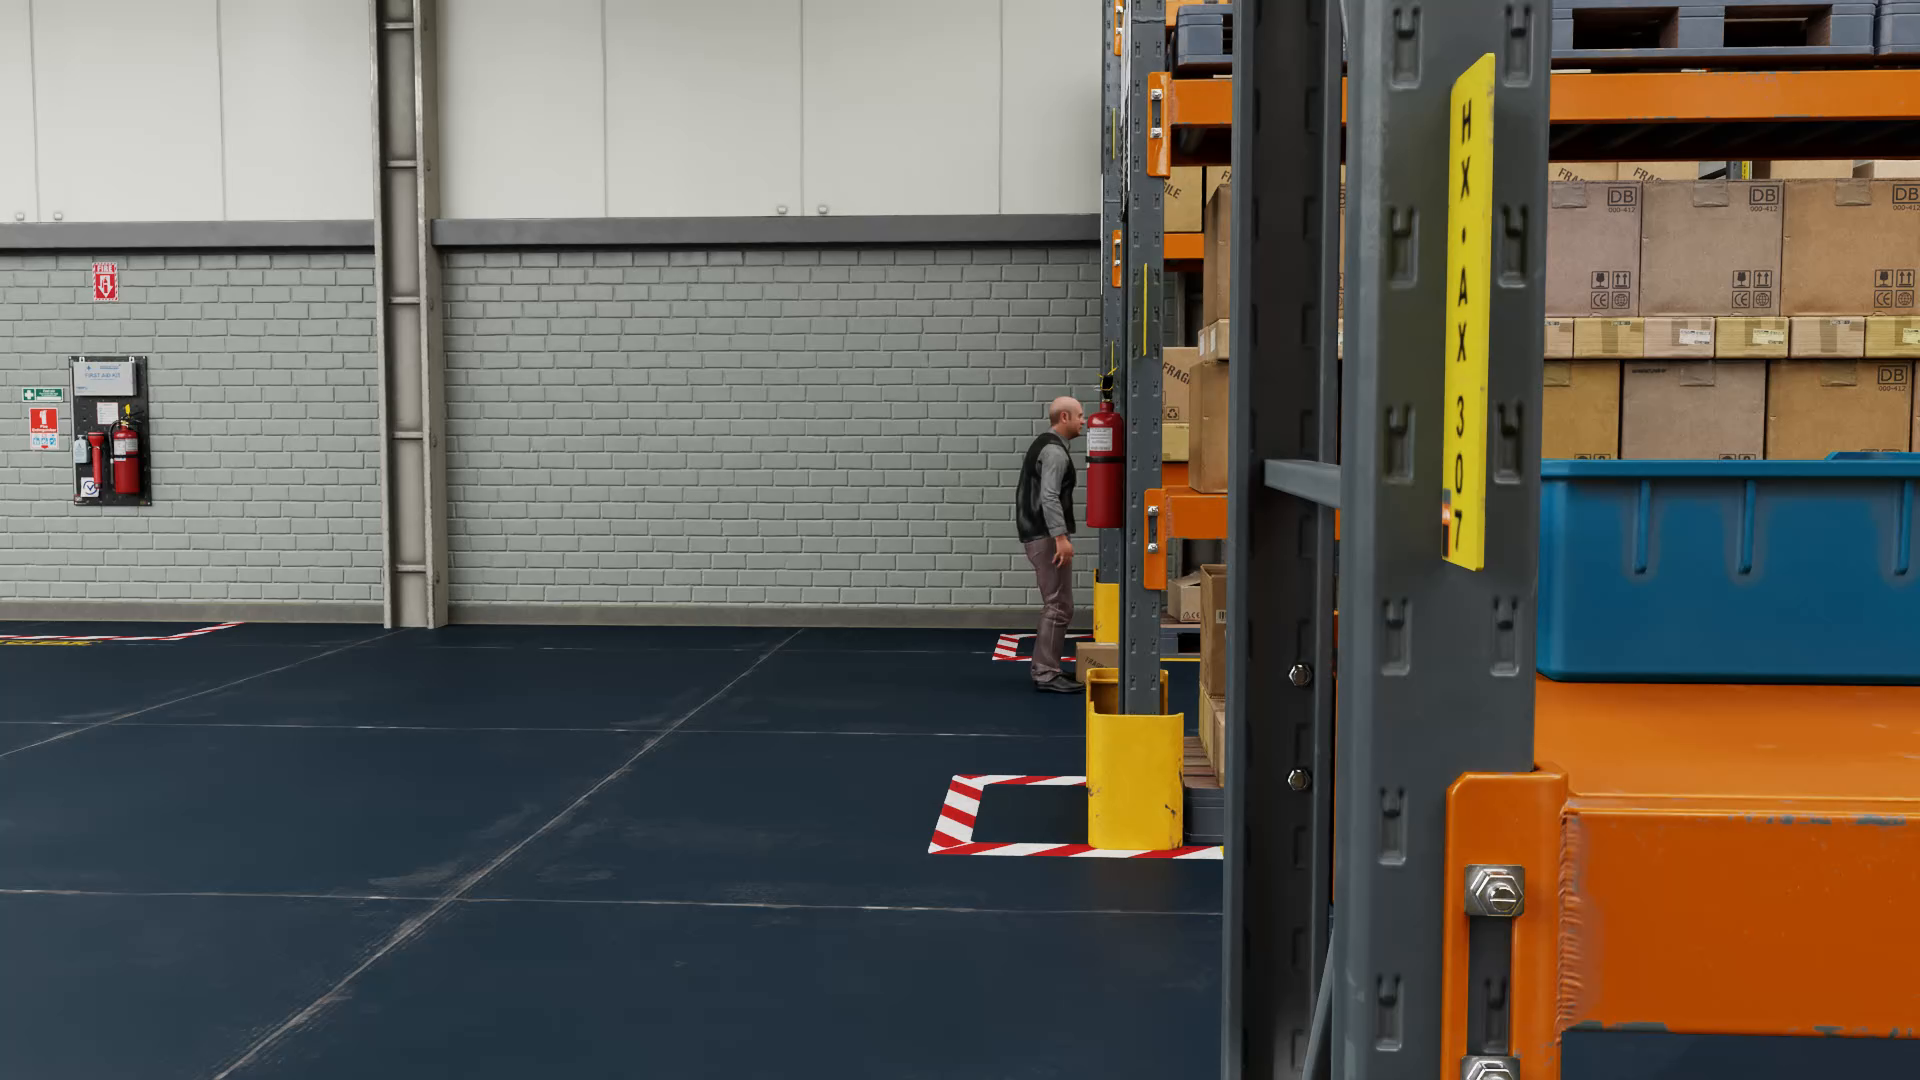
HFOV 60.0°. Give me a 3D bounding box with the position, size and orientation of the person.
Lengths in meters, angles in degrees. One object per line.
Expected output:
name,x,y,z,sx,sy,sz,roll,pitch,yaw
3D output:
person,0.536,0.014,9.832,0.411,1.721,0.588,0,4,2
